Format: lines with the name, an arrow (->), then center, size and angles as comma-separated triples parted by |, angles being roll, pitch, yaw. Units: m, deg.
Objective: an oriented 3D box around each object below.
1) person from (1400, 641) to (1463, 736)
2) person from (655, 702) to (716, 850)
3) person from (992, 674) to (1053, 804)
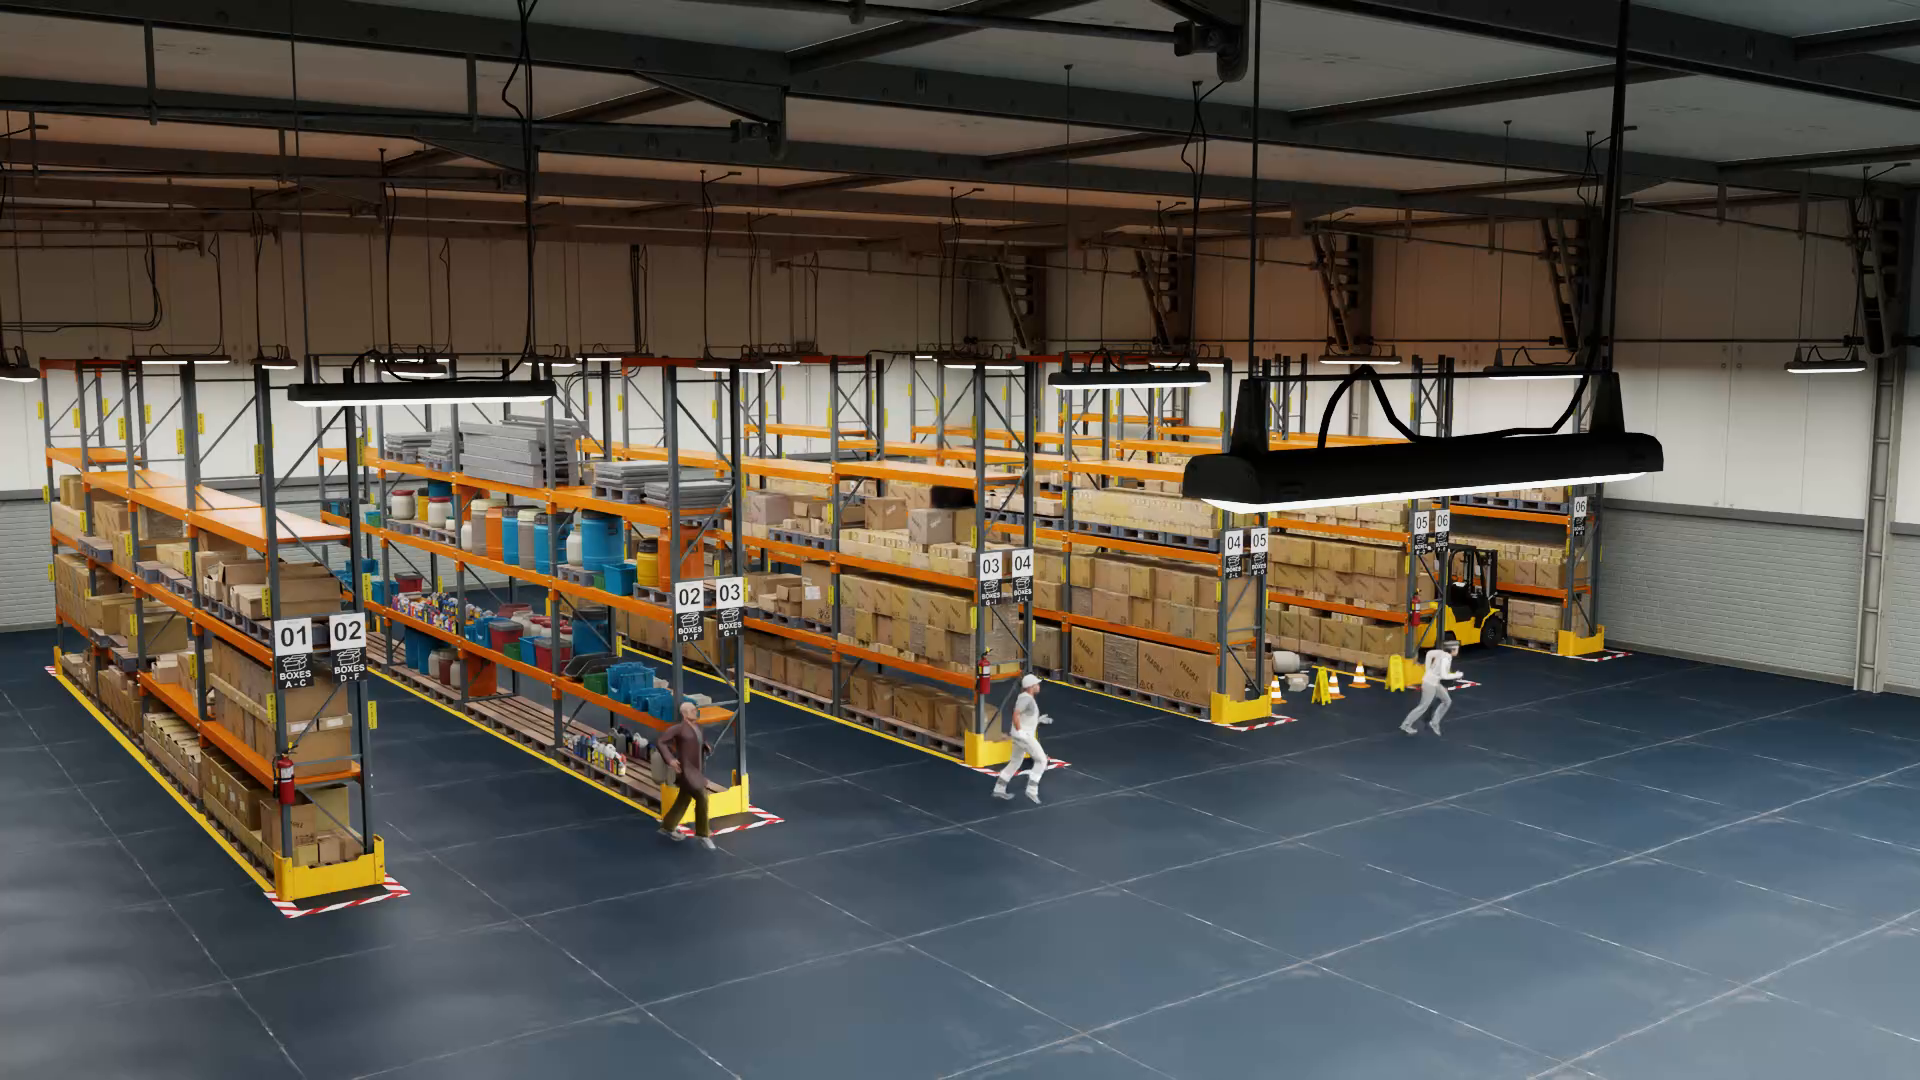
person -> 7.570, 2.378, 26.692 | 0.940, 1.577, 0.650 | 1, 7, 11
person -> -3.397, 2.959, 20.920 | 0.794, 1.851, 0.732 | 1, 7, 10
person -> 0.882, 2.742, 22.774 | 0.864, 1.824, 0.586 | -2, 7, -13
